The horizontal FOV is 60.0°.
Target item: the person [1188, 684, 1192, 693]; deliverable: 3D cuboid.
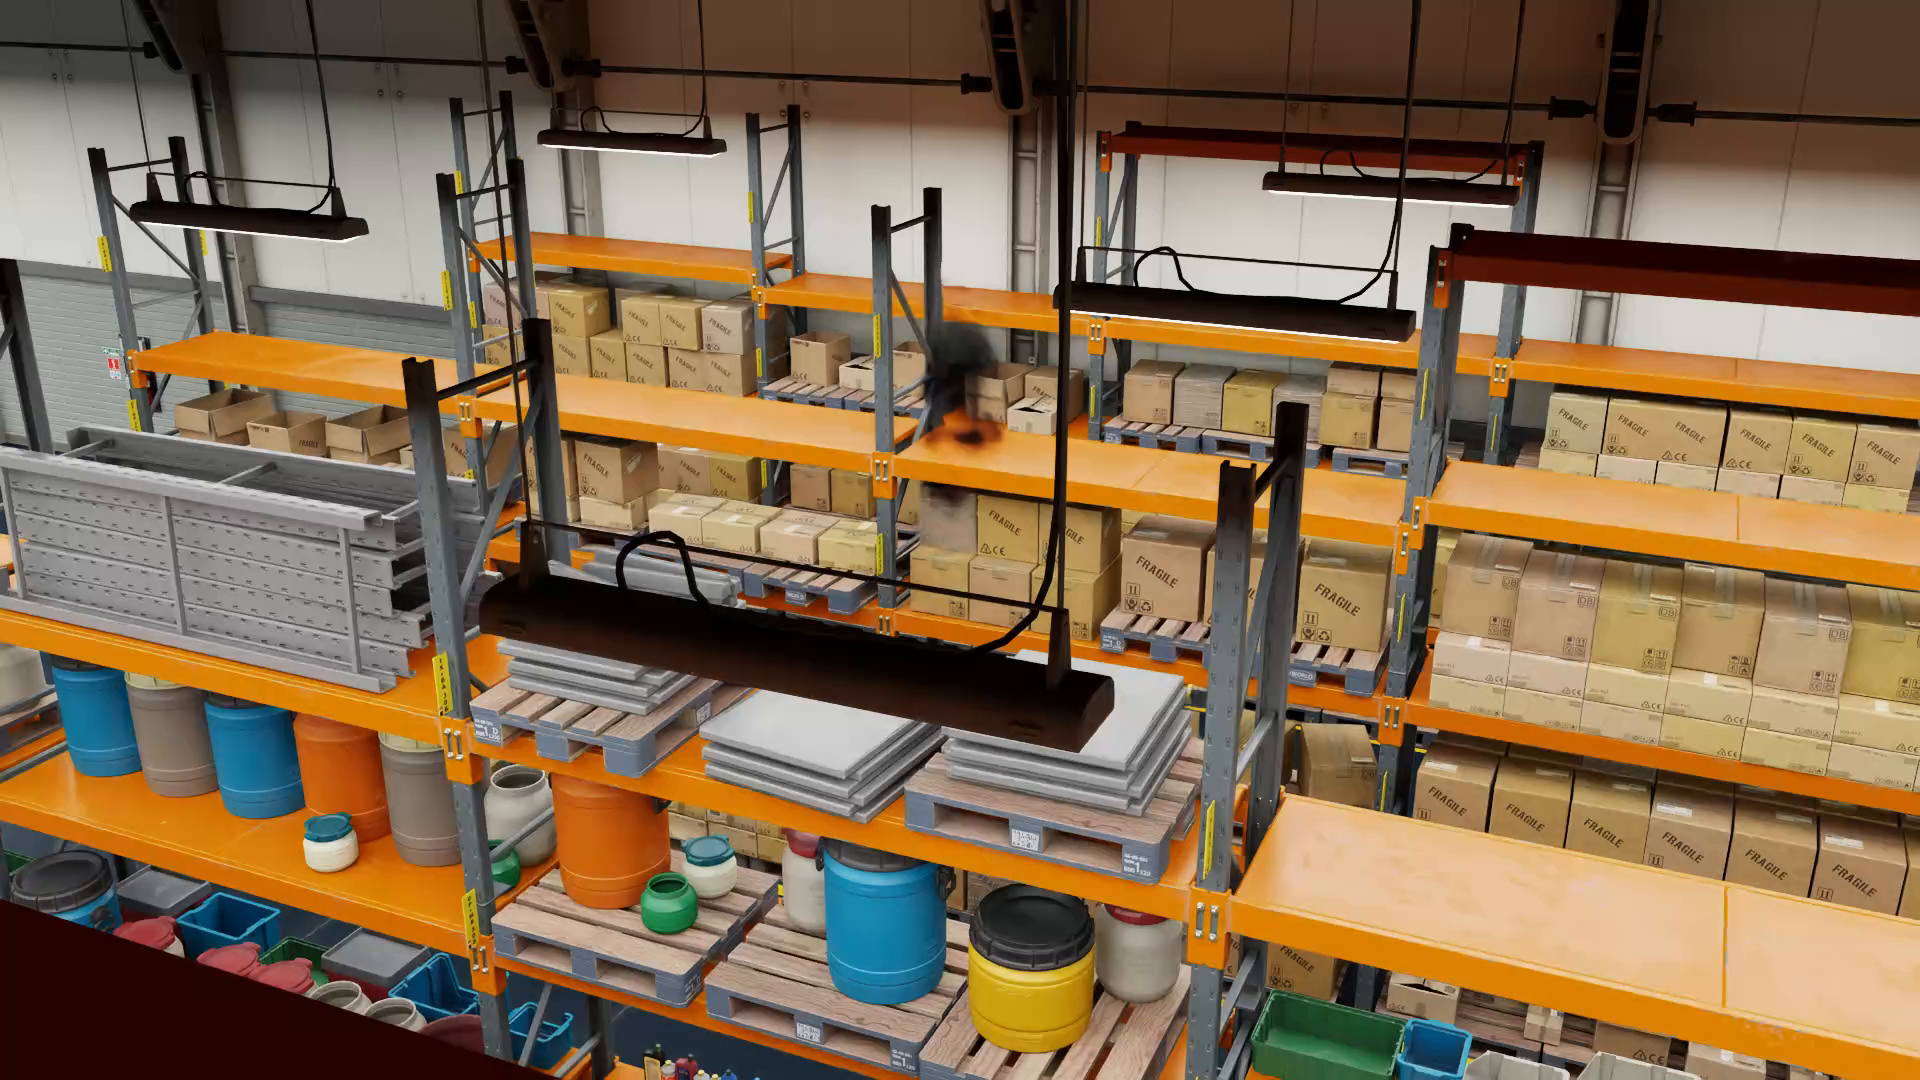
[{"bbox_3d":[2.165,1.475,16.331,0.433,1.723,0.673,8,22,20],"label":"person"}]
